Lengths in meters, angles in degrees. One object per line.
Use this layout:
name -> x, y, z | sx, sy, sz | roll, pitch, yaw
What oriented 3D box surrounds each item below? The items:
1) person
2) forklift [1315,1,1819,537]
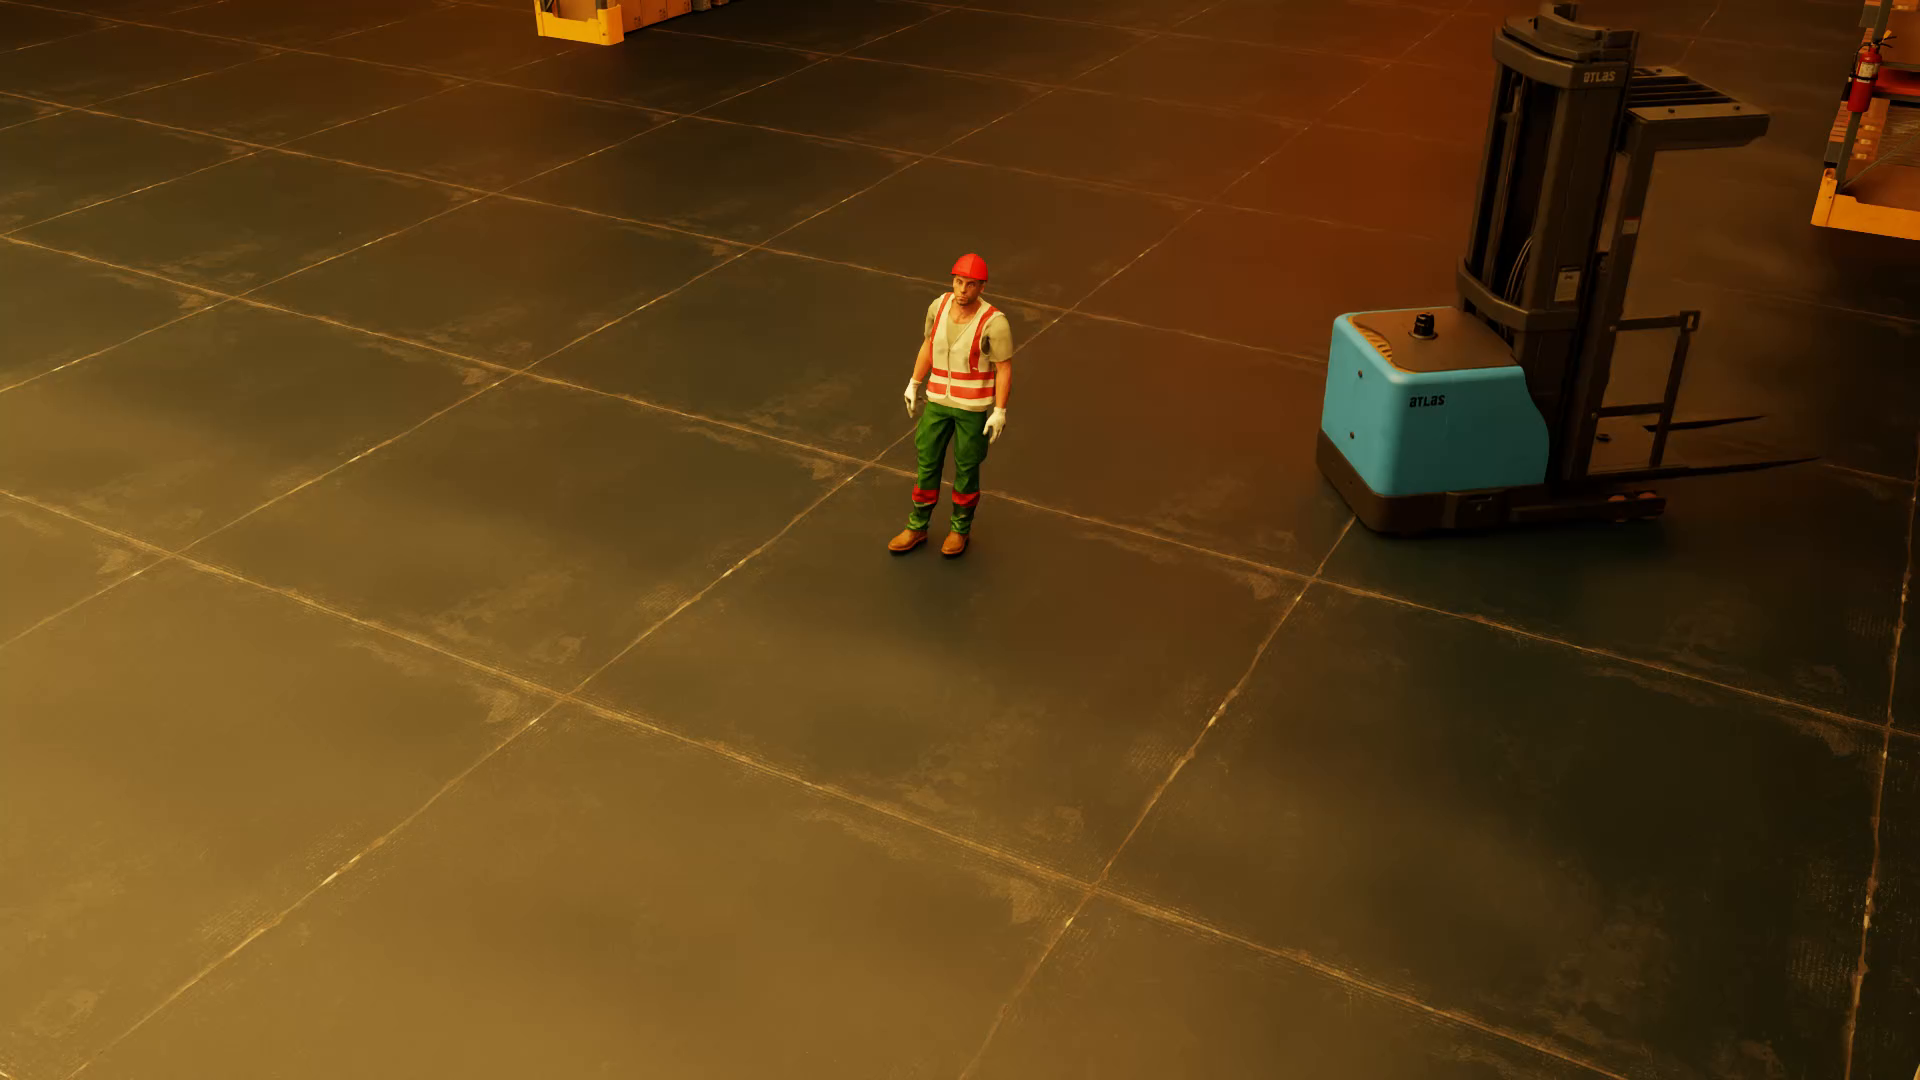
person -> -0.050, -0.749, 9.496 | 0.637, 1.790, 0.562 | 15, 33, 25
forklift -> 3.859, -1.632, 9.899 | 3.031, 2.935, 1.130 | -5, 30, -9
